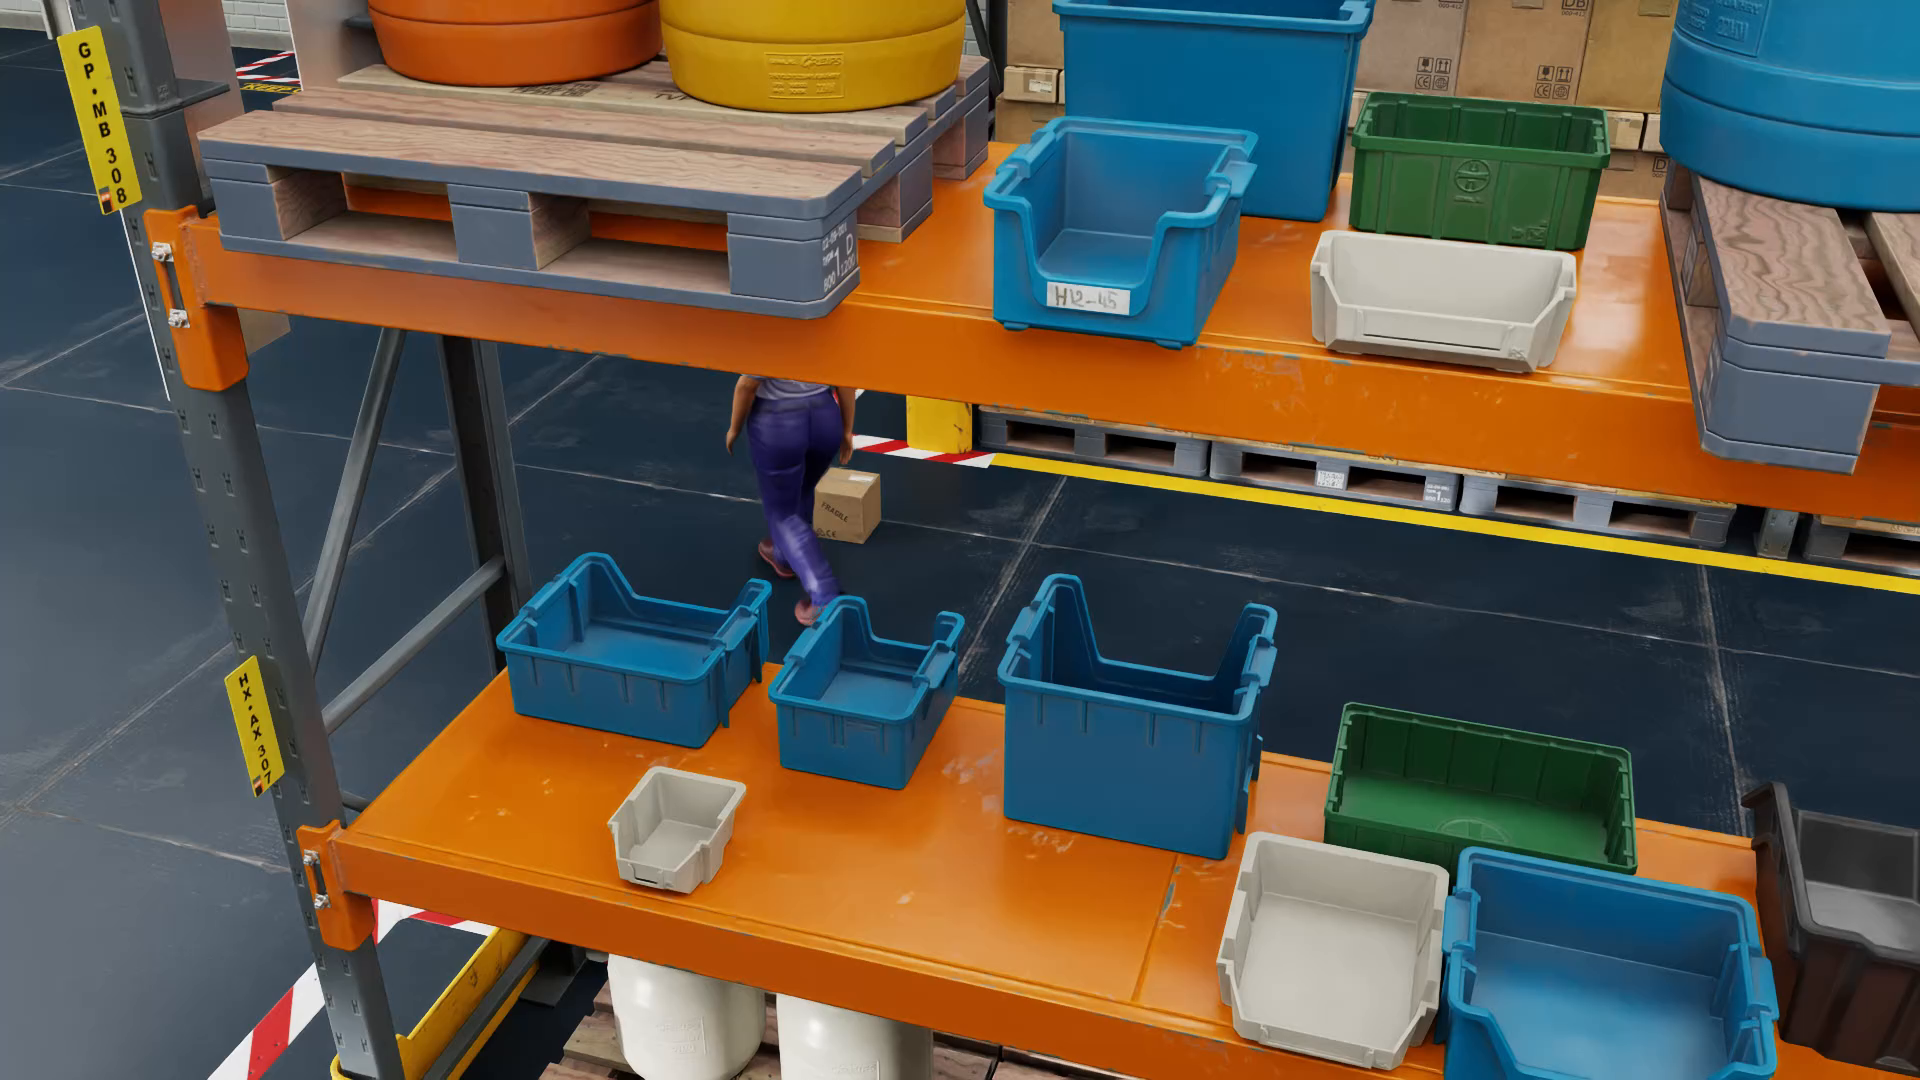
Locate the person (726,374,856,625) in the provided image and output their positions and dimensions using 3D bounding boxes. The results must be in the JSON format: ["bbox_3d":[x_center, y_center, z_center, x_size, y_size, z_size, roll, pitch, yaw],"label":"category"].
[{"bbox_3d":[-0.687,-0.453,6.960,0.513,1.619,0.927,-19,35,-30],"label":"person"}]
